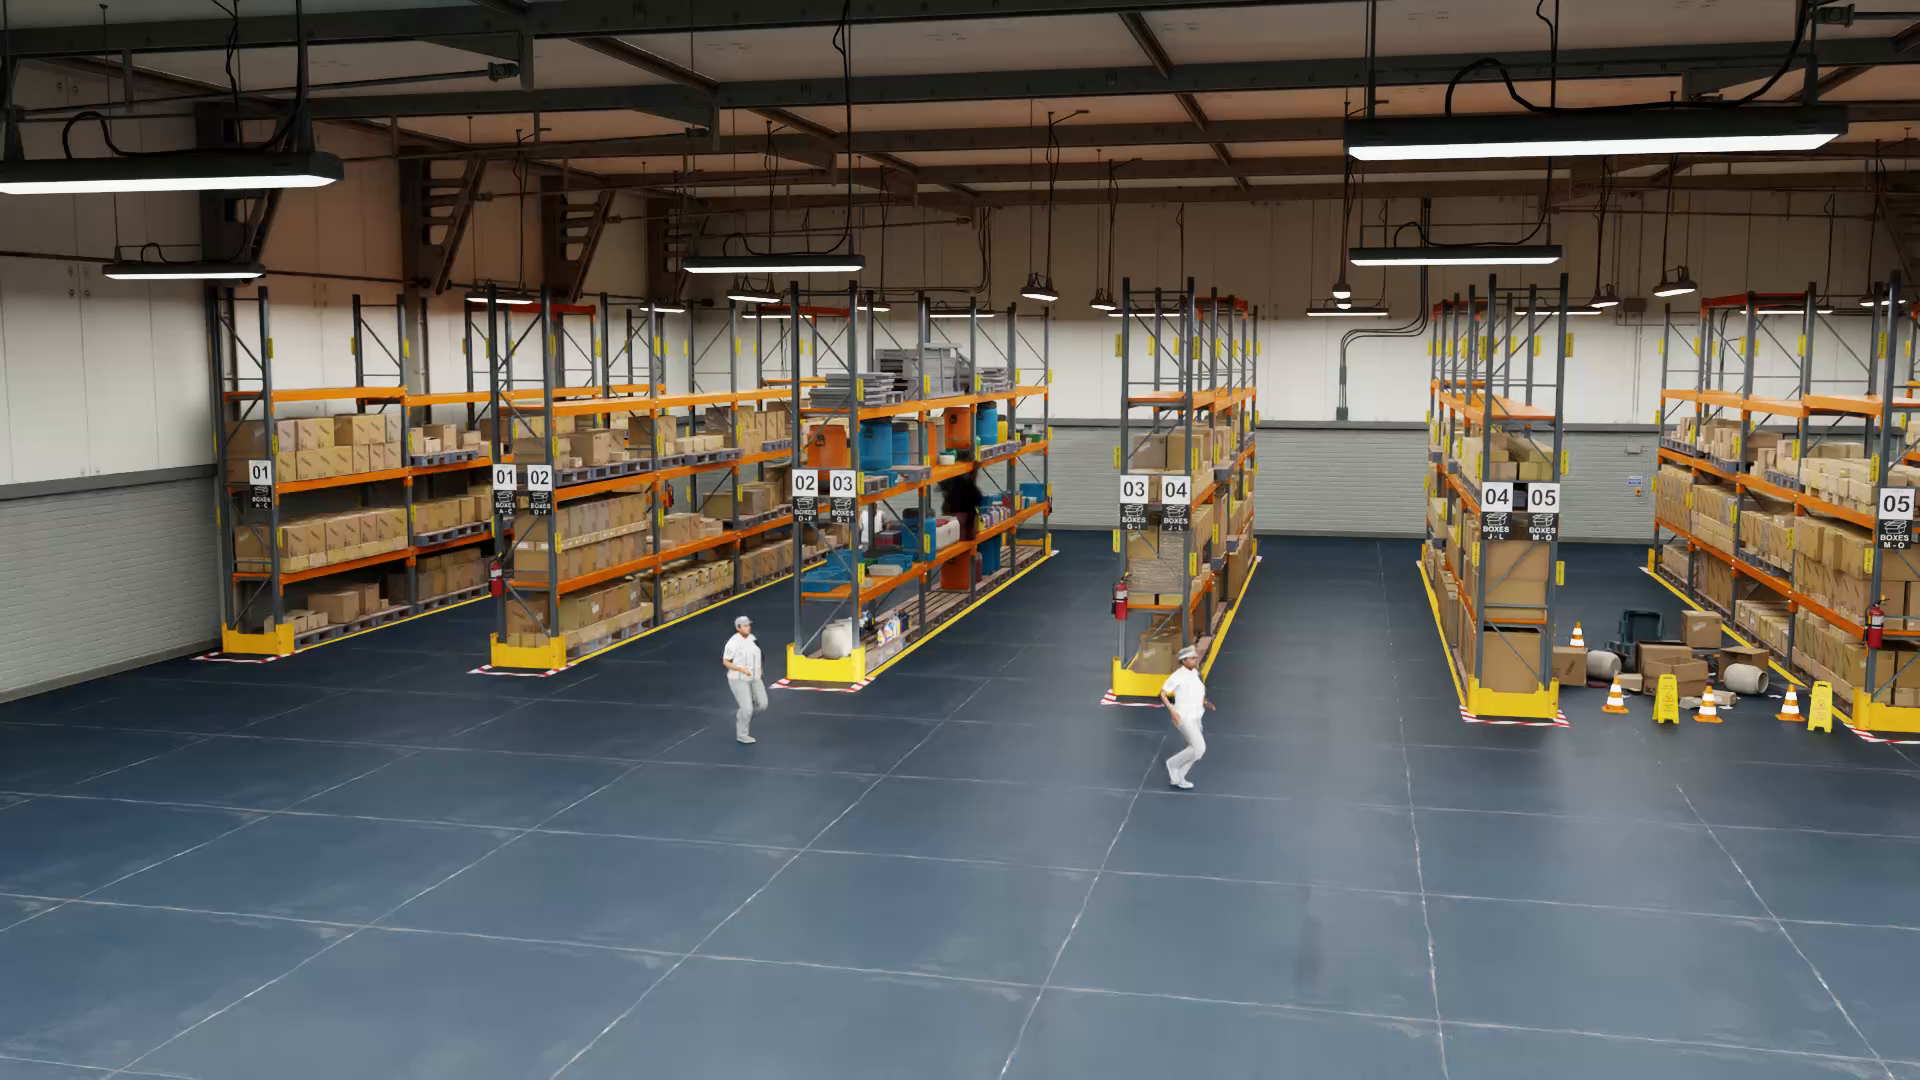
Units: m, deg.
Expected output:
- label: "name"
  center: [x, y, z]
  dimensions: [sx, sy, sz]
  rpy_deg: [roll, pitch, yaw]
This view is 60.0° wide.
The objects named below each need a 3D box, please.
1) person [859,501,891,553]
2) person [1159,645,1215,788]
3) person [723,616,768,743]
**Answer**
- label: "person"
  center: [-1.726, 0.103, 32.556]
  dimensions: [0.657, 1.891, 0.695]
  rpy_deg: [1, 7, 10]
- label: "person"
  center: [2.630, 2.013, 18.857]
  dimensions: [0.559, 1.652, 0.560]
  rpy_deg: [5, 8, 39]
- label: "person"
  center: [-2.727, 1.770, 21.193]
  dimensions: [0.568, 1.618, 0.602]
  rpy_deg: [6, 9, 41]
